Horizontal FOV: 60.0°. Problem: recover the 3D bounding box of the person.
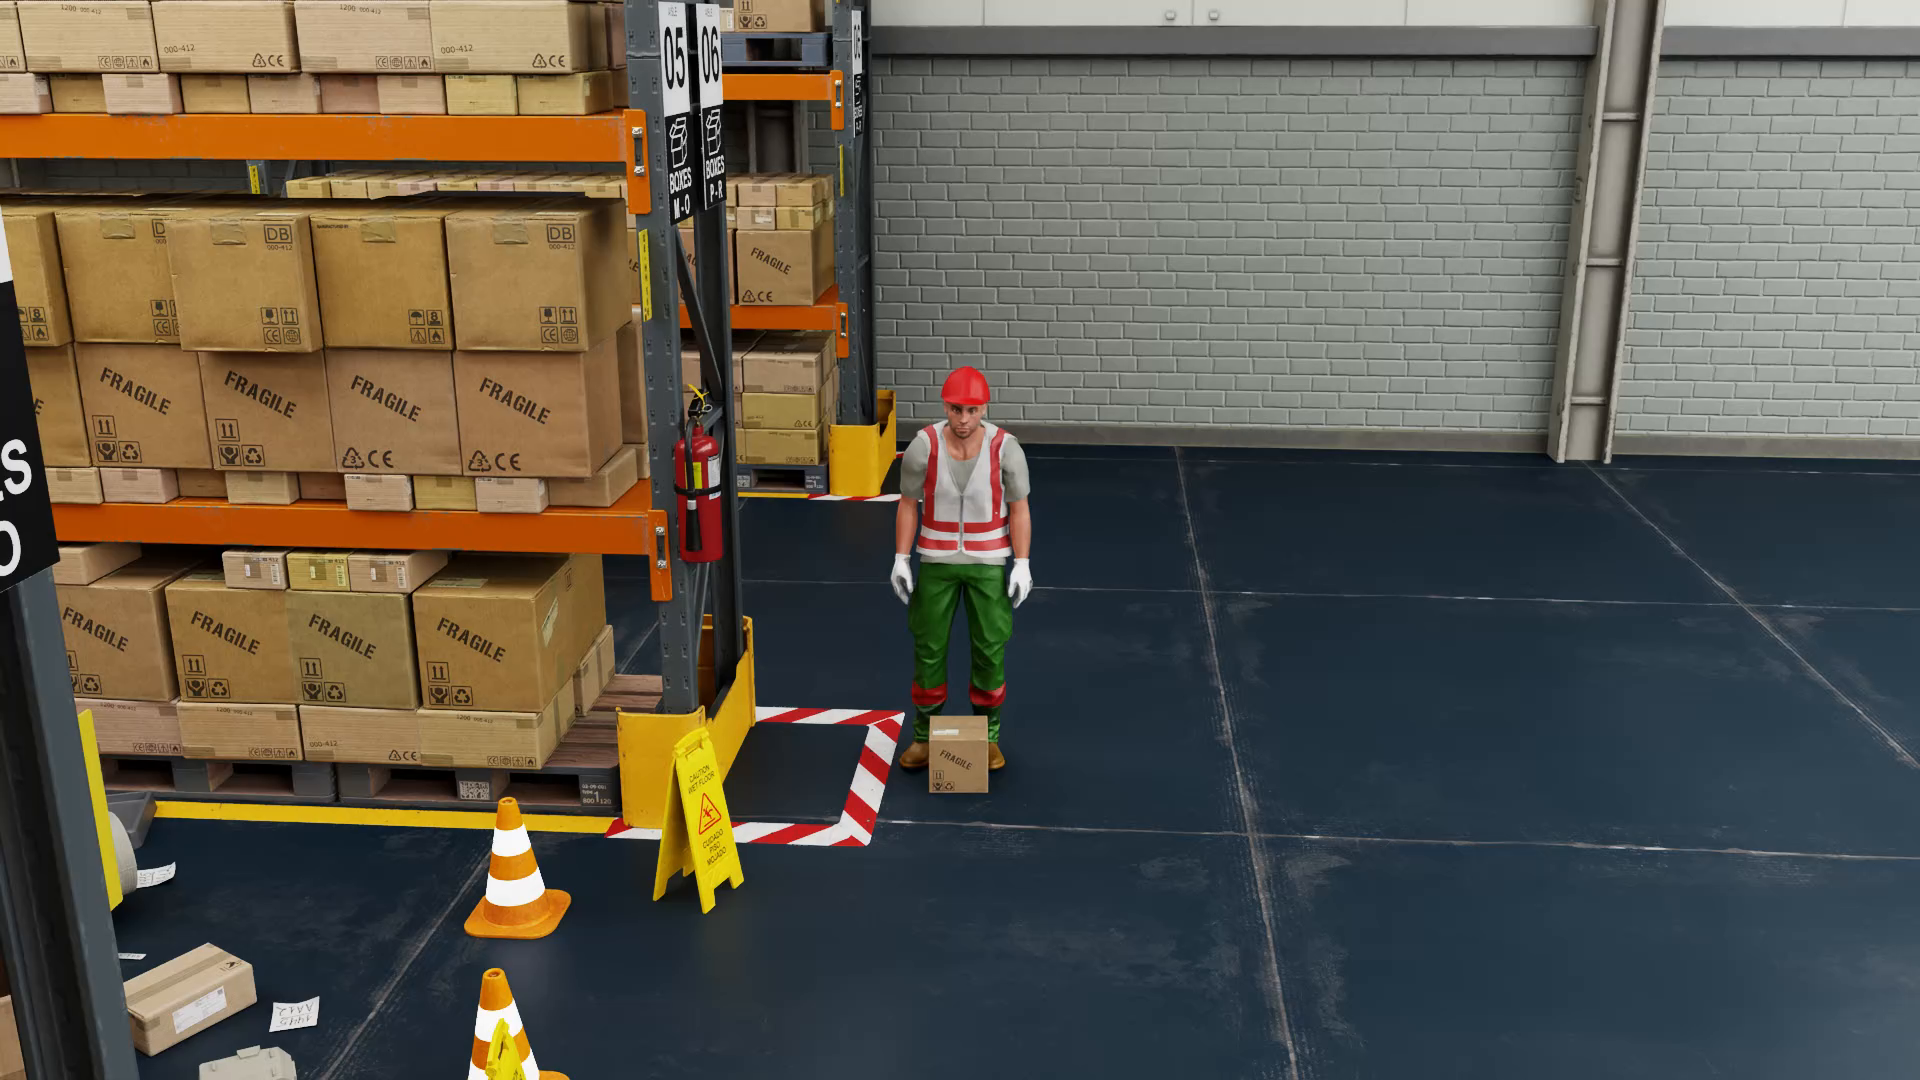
[{"bbox_3d":[0.007,0.122,7.131,0.609,1.779,0.449,1,17,4],"label":"person"}]
